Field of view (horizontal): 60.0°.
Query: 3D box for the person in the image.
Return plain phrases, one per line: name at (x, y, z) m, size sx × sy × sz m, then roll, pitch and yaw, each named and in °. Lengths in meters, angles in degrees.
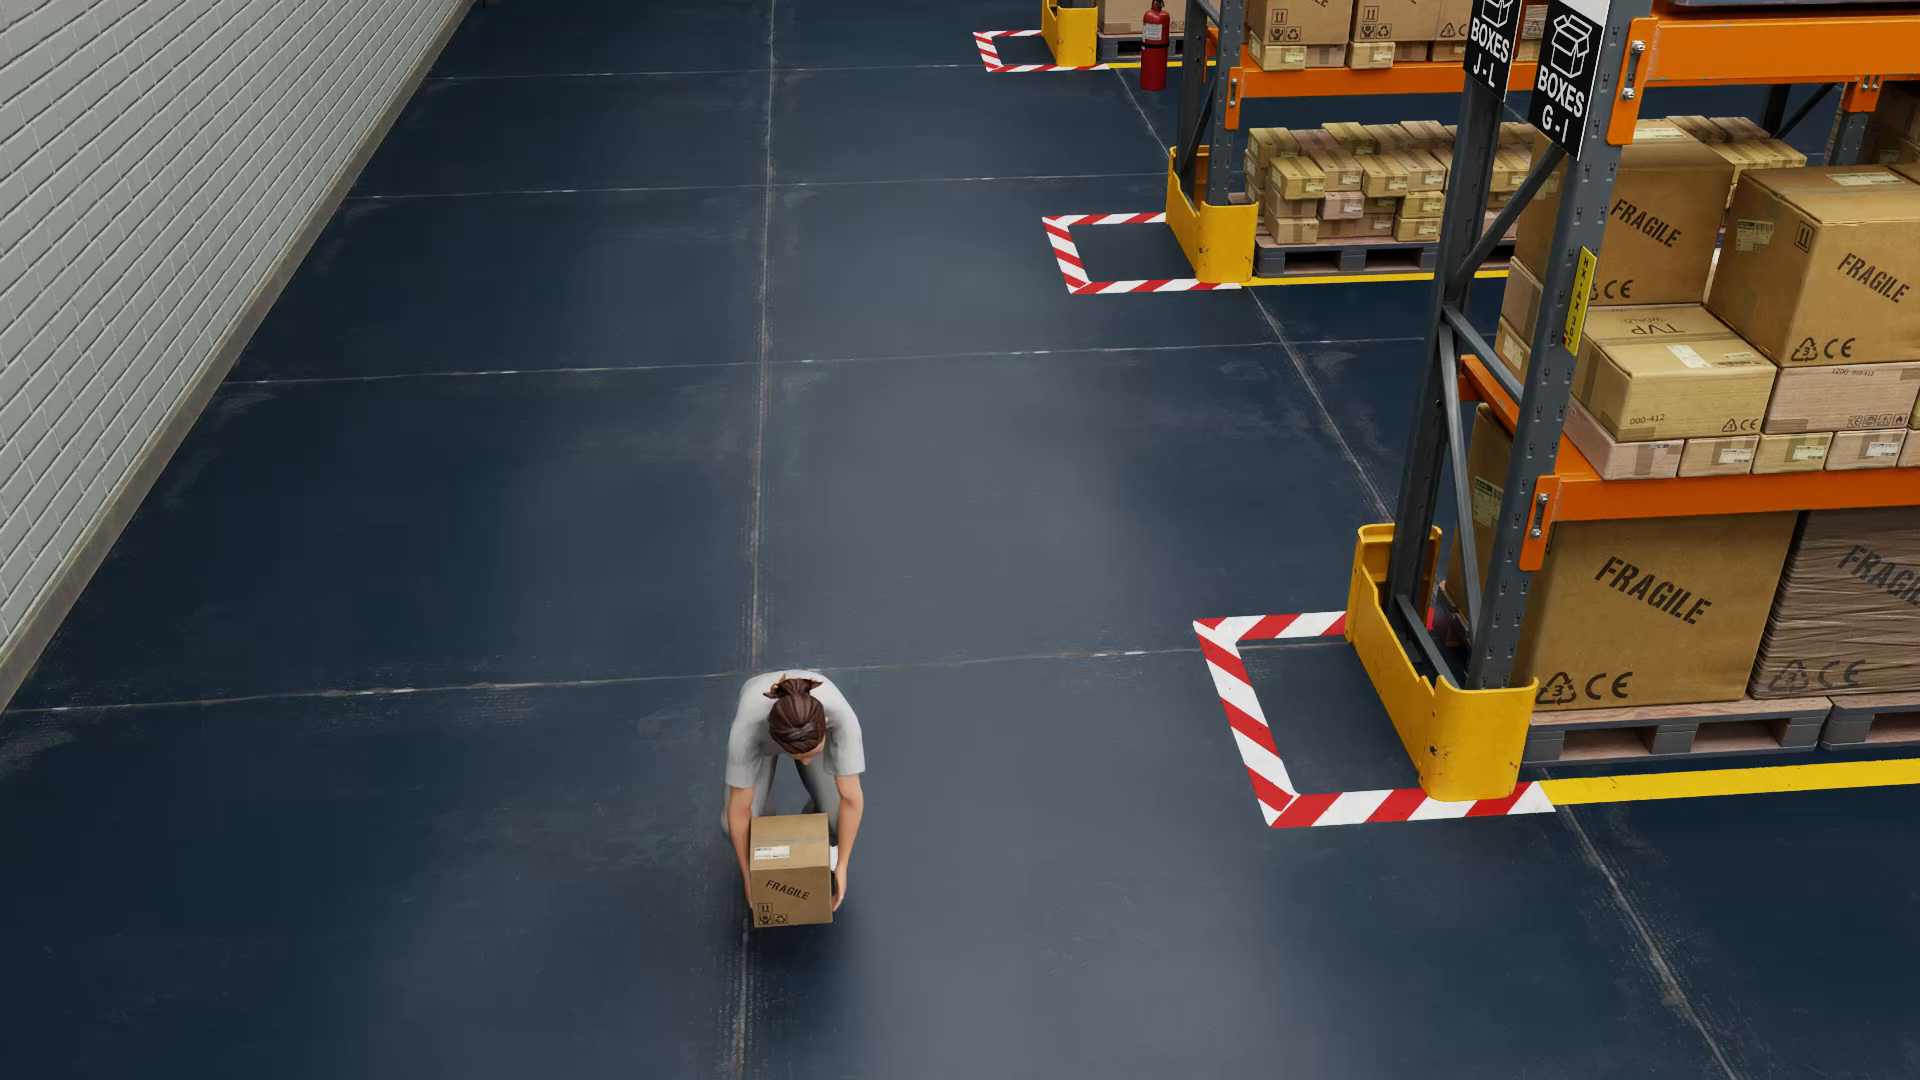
person at (-0.553, 0.763, 5.584) m, size 0.464 × 0.946 × 0.802 m, roll -3°, pitch 31°, yaw -5°
